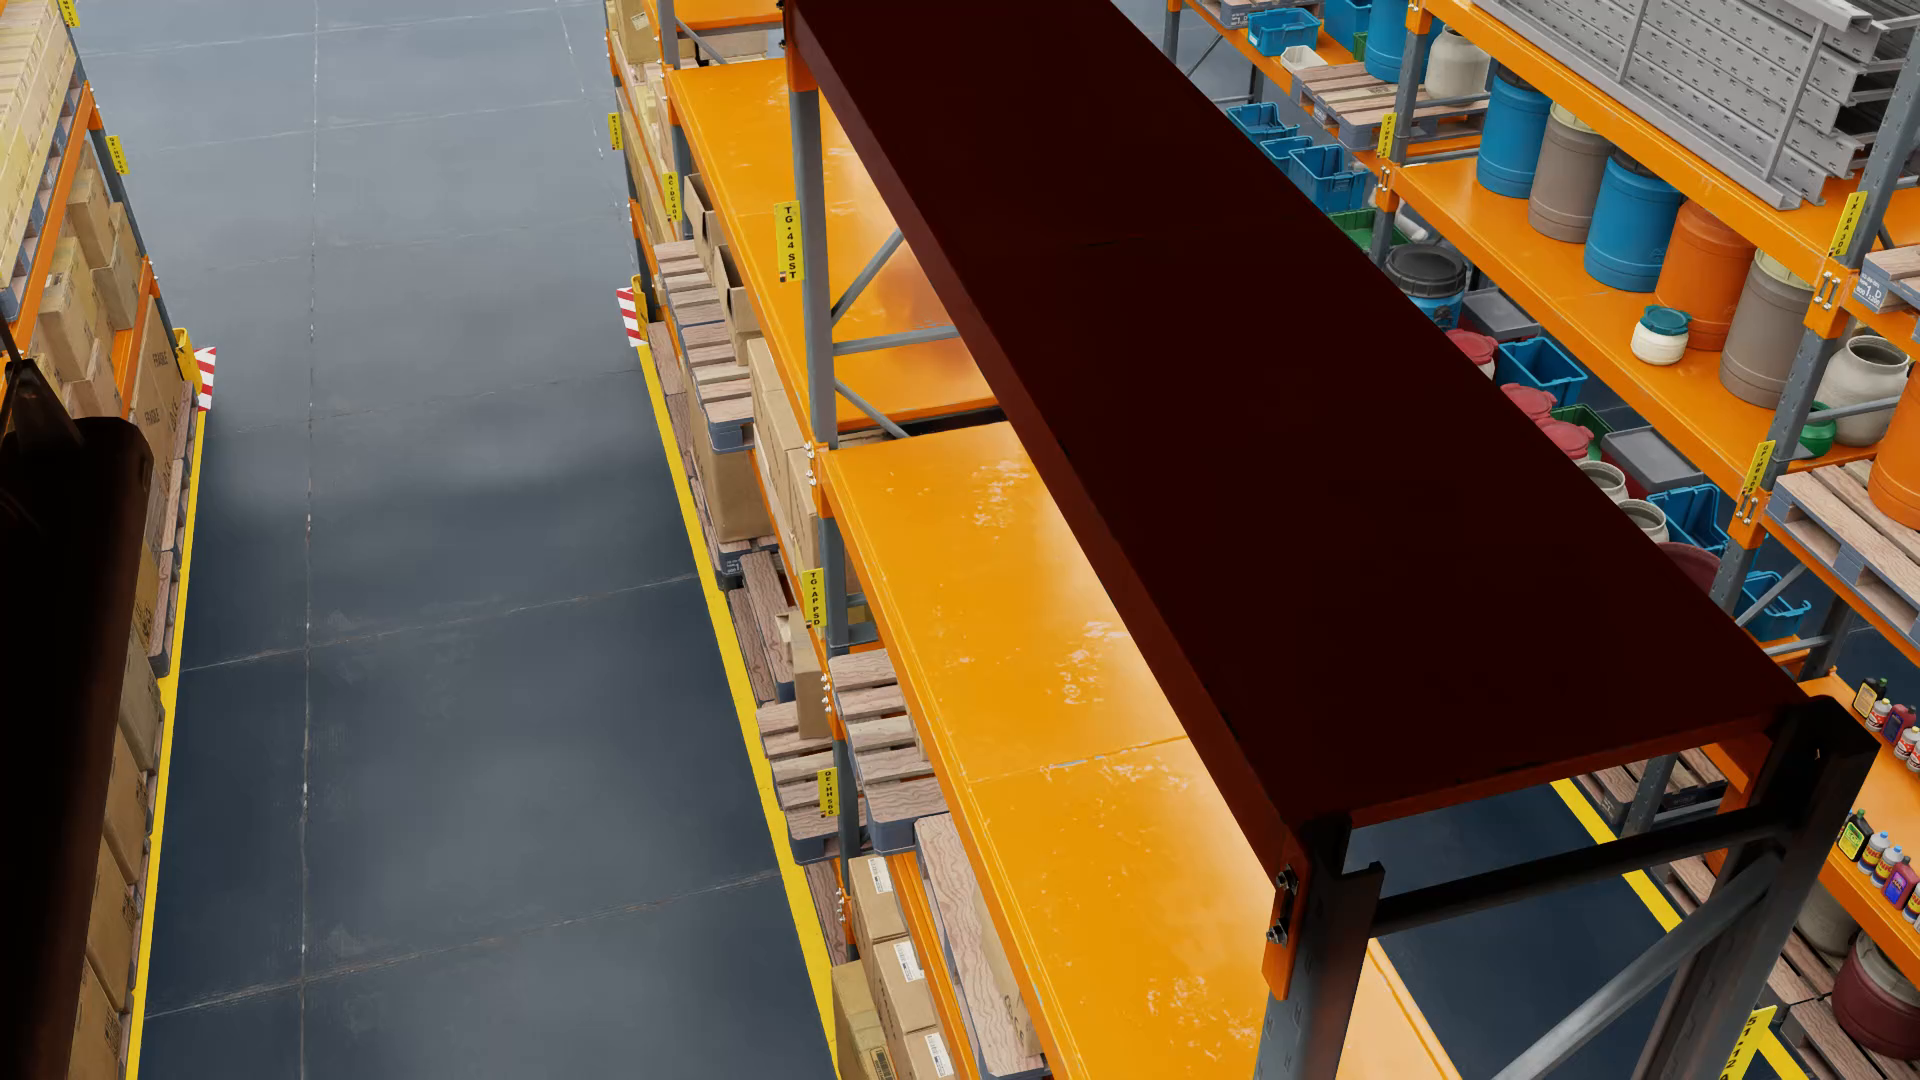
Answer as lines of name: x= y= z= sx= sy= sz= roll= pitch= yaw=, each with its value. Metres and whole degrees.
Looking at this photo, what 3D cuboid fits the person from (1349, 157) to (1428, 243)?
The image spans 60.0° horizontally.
person: x=4.144 y=-3.412 z=15.870 sx=0.887 sy=1.591 sz=0.734 roll=31 pitch=48 yaw=33
